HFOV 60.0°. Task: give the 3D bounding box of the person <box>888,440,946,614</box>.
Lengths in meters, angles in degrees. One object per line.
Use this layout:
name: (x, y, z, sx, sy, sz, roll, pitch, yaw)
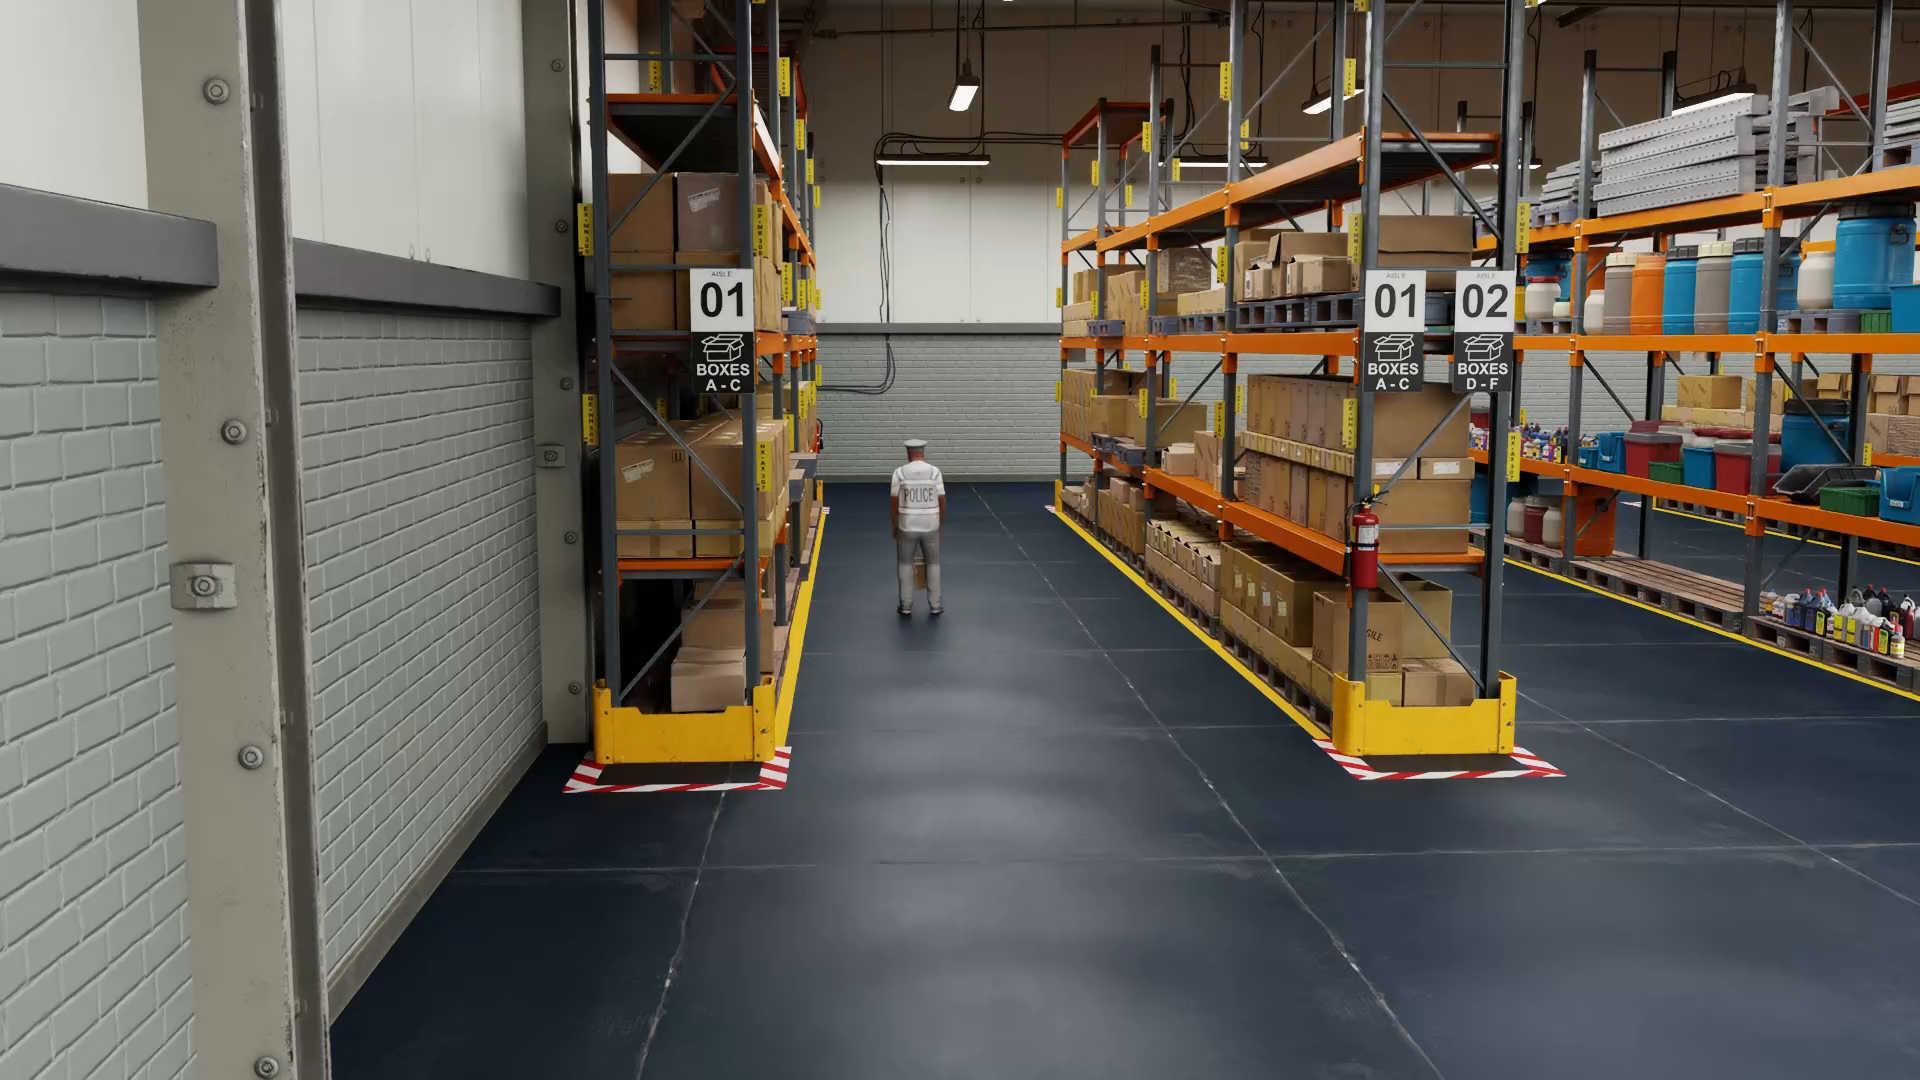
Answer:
person: (-0.431, -0.126, 16.770, 0.598, 1.747, 0.443, -1, 7, -7)
